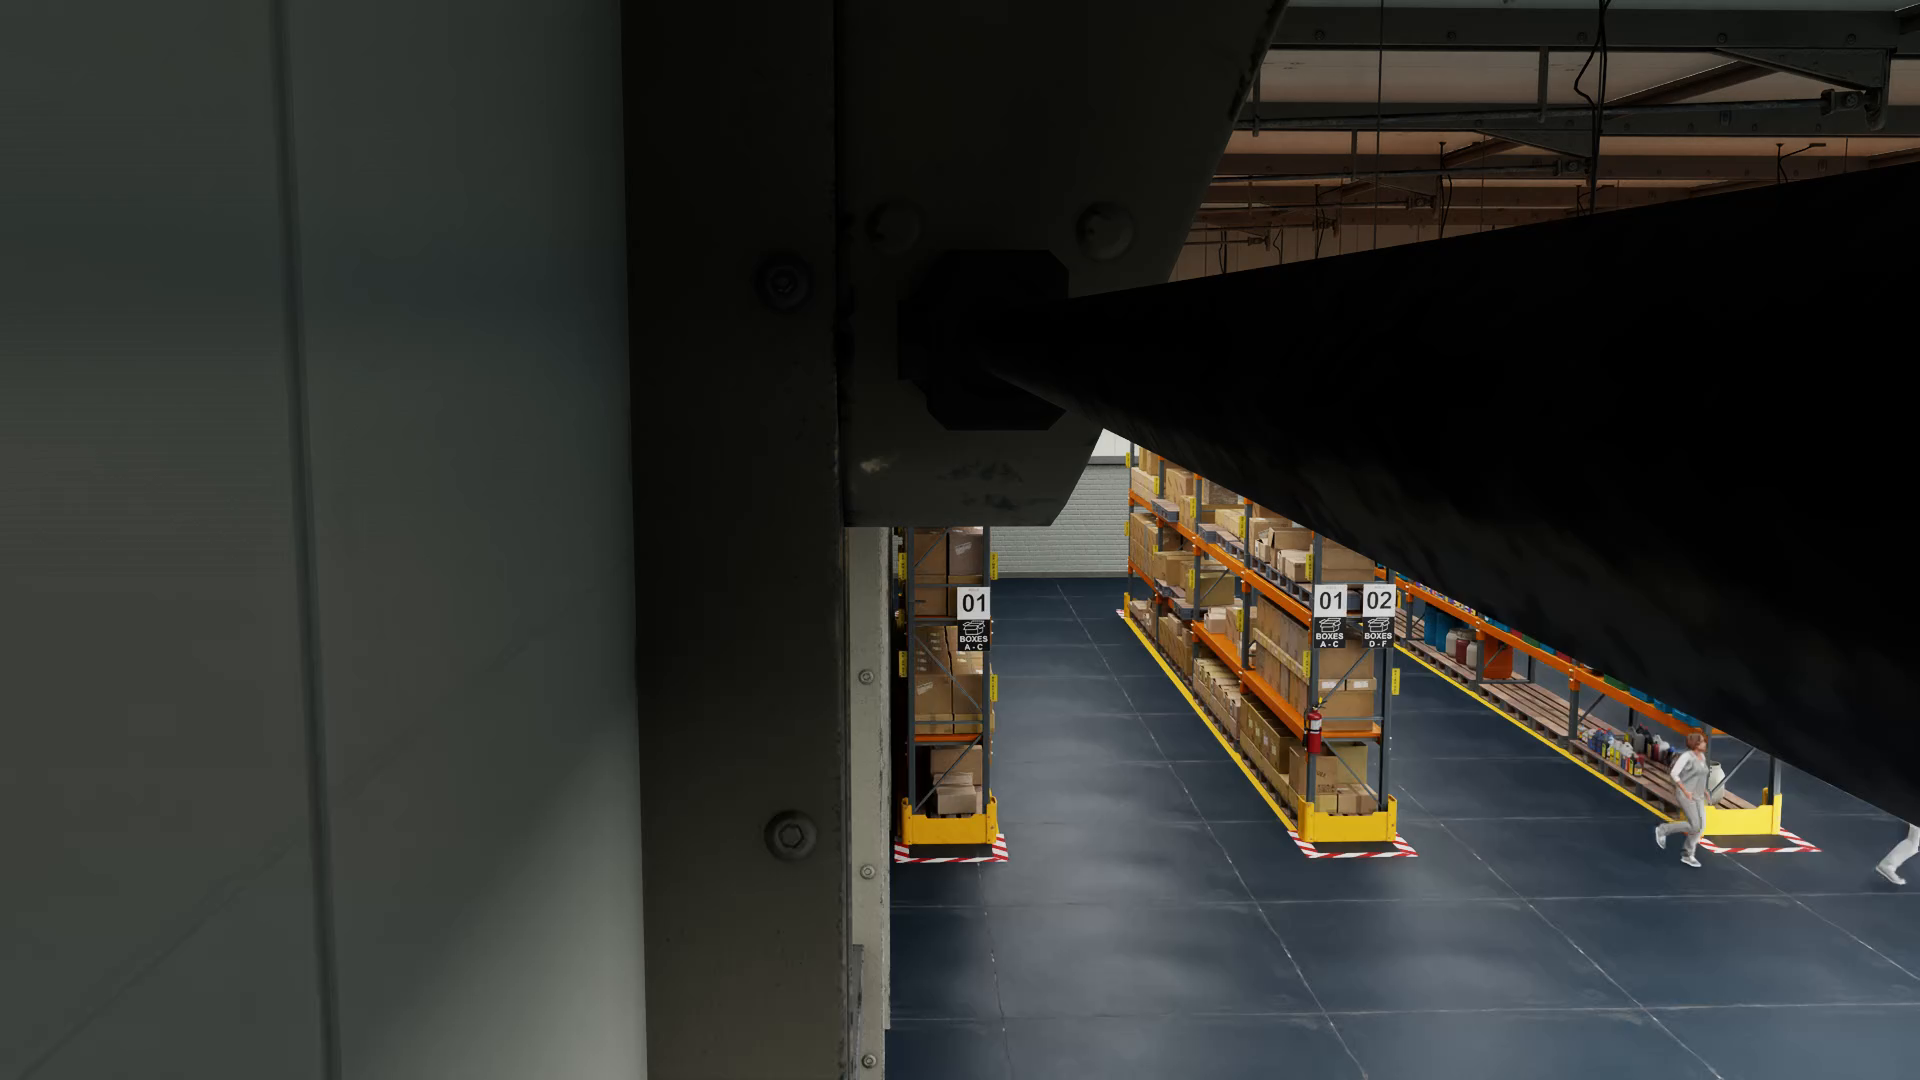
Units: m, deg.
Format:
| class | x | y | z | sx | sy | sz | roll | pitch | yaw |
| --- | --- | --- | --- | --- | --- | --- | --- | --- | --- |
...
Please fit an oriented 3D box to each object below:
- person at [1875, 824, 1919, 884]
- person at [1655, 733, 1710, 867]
| class | x | y | z | sx | sy | sz | roll | pitch | yaw |
| --- | --- | --- | --- | --- | --- | --- | --- | --- | --- |
| person | 10.922 | 3.074 | 18.722 | 0.877 | 1.839 | 0.672 | 5 | 9 | 33 |
| person | 8.685 | 3.057 | 19.789 | 0.583 | 1.511 | 0.606 | -5 | 9 | -36 |
